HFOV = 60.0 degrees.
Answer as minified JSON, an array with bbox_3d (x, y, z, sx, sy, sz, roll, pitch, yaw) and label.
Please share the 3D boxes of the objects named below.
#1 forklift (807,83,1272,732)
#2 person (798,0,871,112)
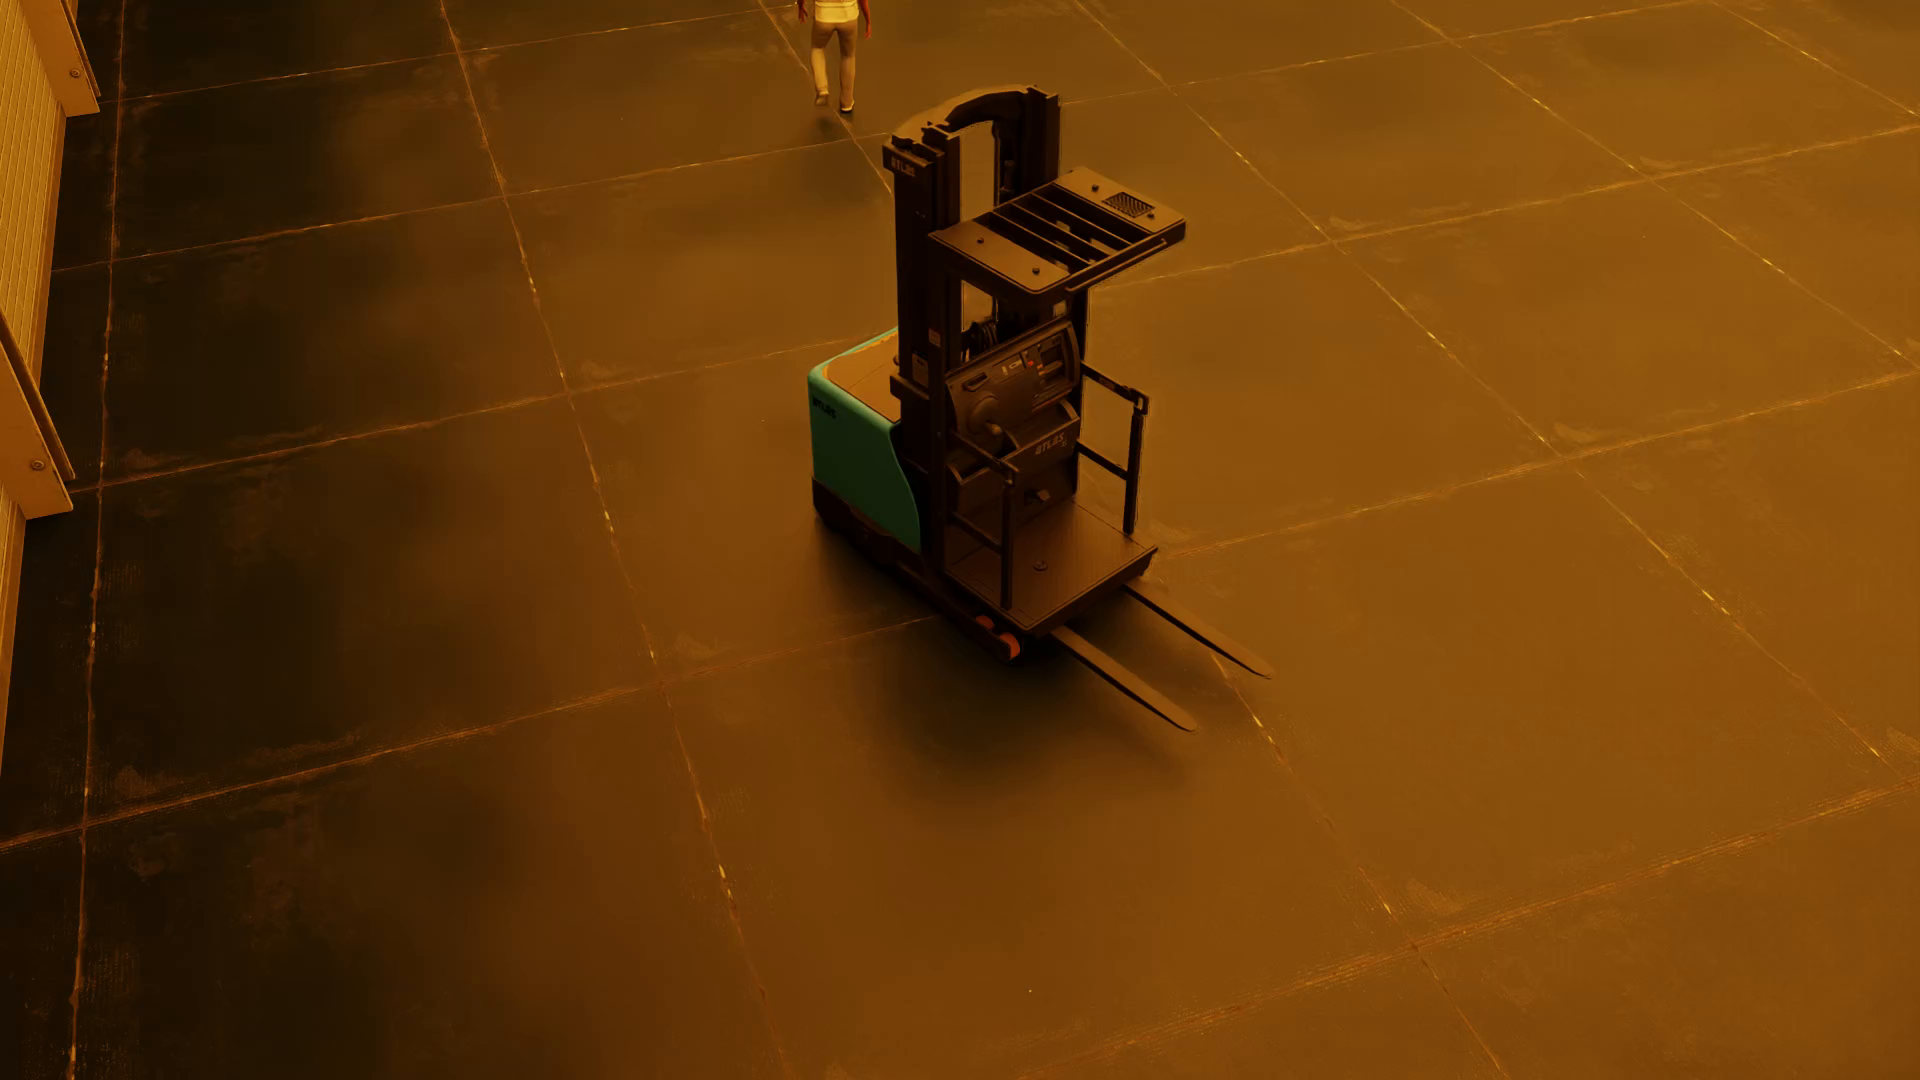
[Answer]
[{"bbox_3d":[0.443,-0.809,8.960,1.130,2.935,3.031,-30,49,-31],"label":"forklift"},{"bbox_3d":[-1.086,-4.494,14.352,0.634,1.647,0.467,-1,40,-1],"label":"person"}]
